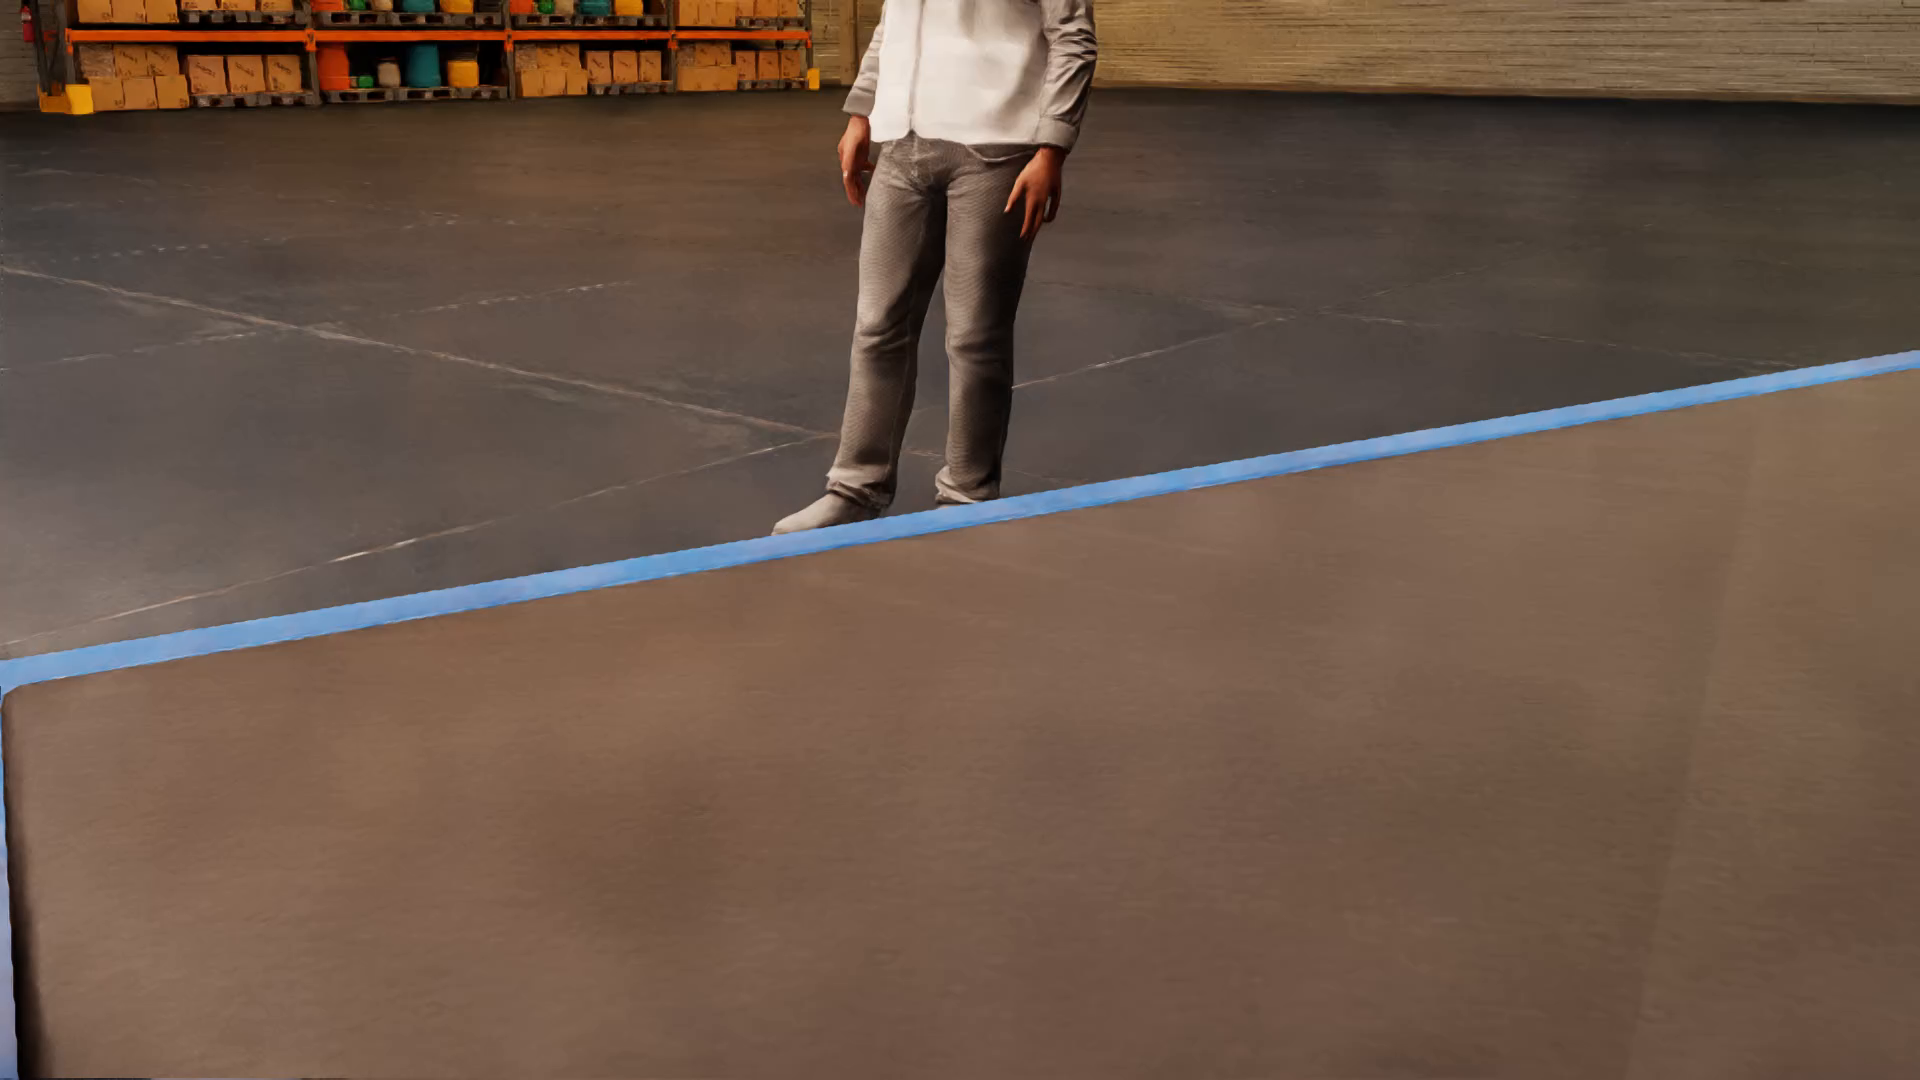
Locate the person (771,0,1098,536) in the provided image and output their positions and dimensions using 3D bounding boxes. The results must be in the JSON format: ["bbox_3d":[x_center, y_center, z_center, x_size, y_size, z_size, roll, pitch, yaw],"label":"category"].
[{"bbox_3d":[-0.046,-0.843,3.641,0.632,1.773,0.567,13,21,37],"label":"person"}]
